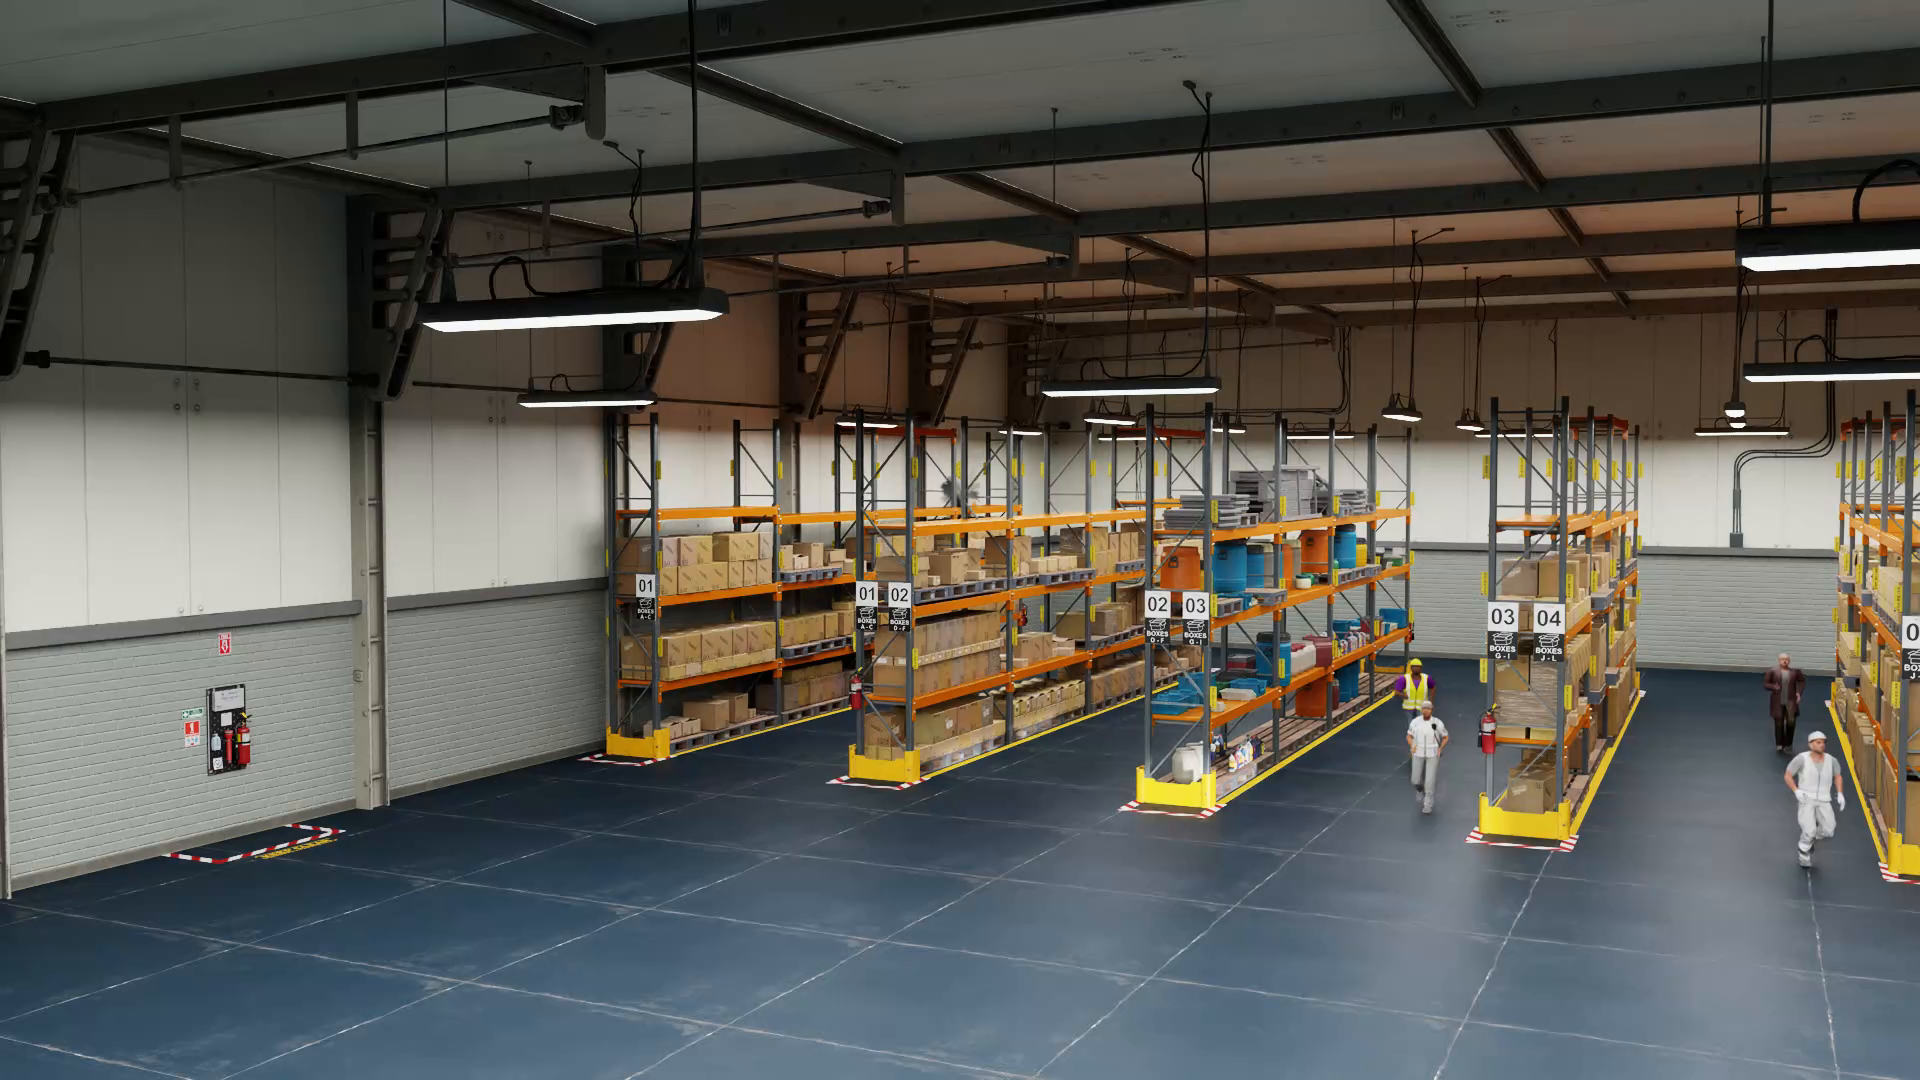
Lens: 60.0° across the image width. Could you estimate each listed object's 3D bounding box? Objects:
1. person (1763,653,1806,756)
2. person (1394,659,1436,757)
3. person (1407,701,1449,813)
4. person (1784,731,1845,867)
[{"bbox_3d":[14.487,2.897,29.217,0.687,1.805,0.733,1,3,24],"label":"person"},{"bbox_3d":[7.779,2.933,28.466,0.676,1.825,0.766,1,3,18],"label":"person"},{"bbox_3d":[6.865,3.164,24.422,0.608,1.617,0.609,1,3,23],"label":"person"},{"bbox_3d":[10.747,3.255,20.924,0.705,1.705,0.590,0,2,7],"label":"person"}]
